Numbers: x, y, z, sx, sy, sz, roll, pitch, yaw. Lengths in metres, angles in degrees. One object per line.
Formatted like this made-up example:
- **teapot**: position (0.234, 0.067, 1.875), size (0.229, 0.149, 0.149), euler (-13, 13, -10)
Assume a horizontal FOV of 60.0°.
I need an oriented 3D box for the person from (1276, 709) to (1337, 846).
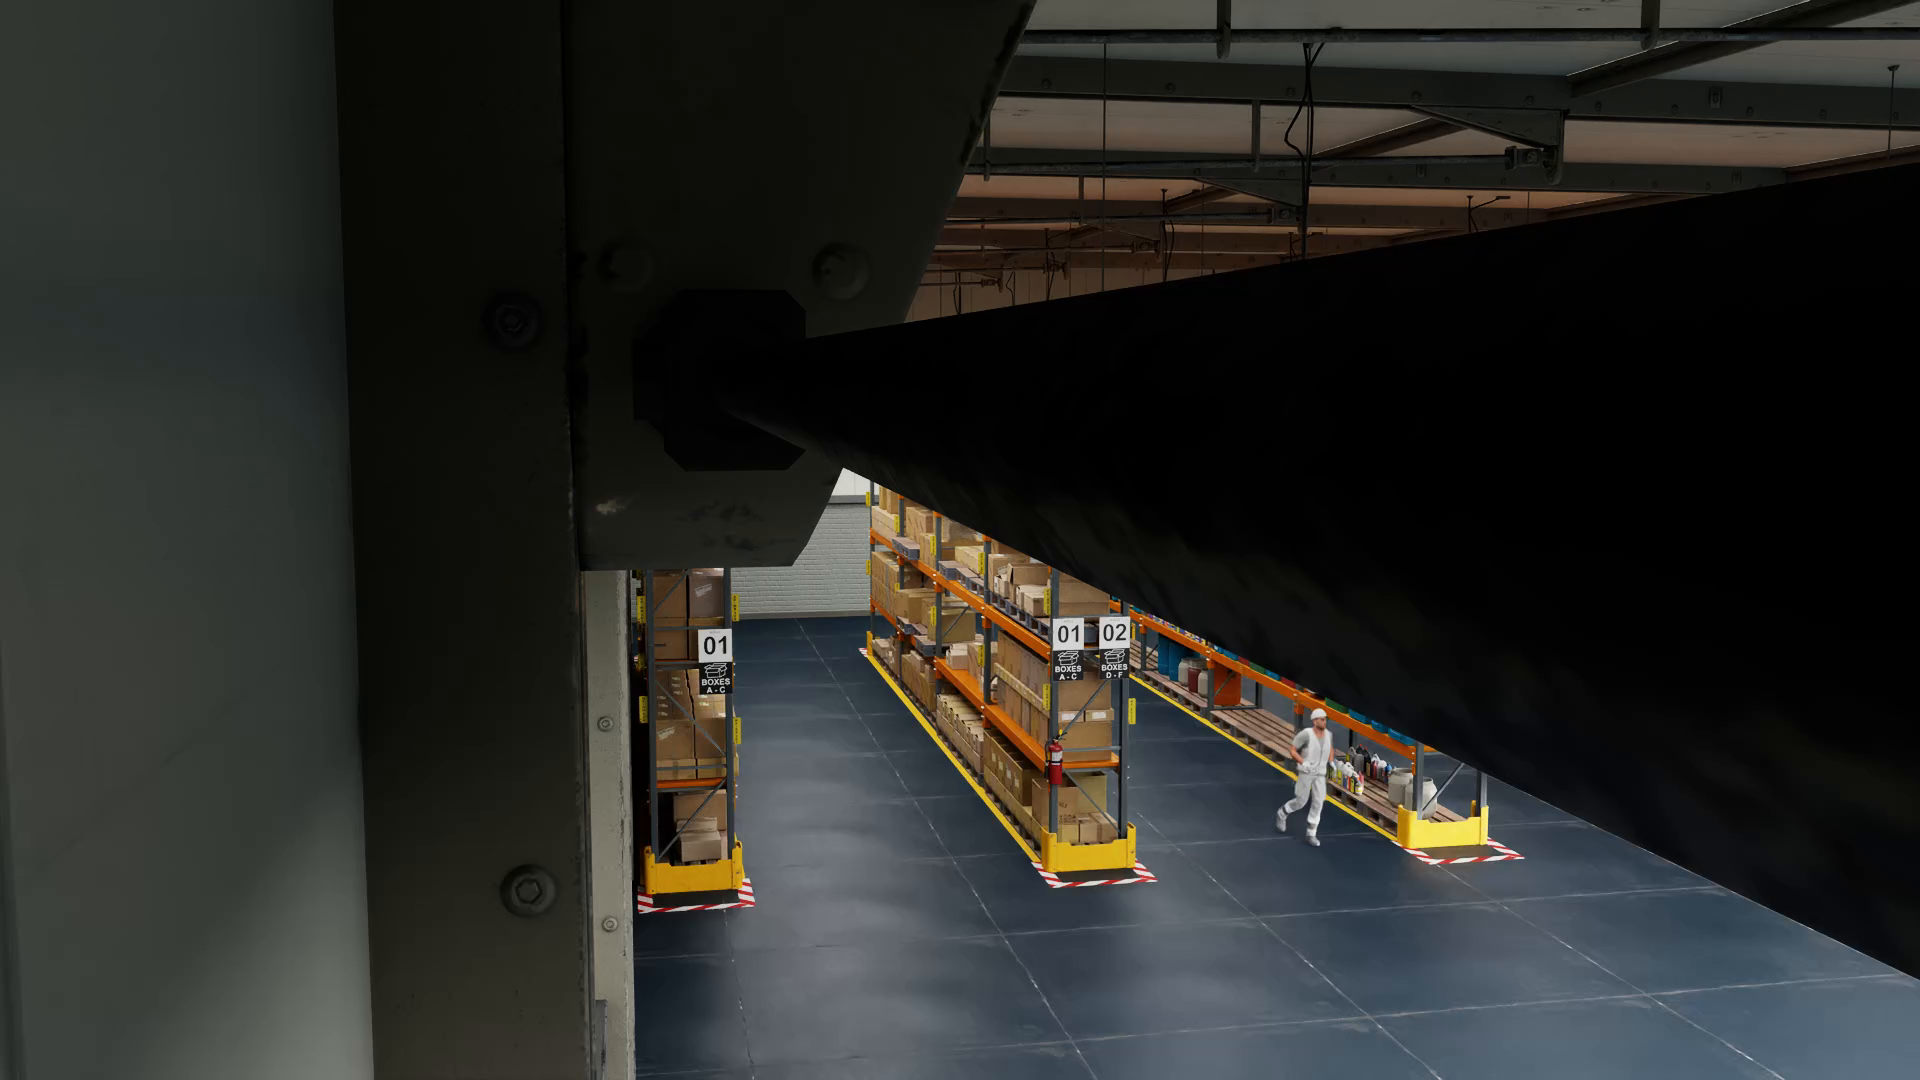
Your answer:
- **person**: position (4.734, 3.127, 22.291), size (0.723, 1.764, 0.852), euler (-2, 6, -22)
